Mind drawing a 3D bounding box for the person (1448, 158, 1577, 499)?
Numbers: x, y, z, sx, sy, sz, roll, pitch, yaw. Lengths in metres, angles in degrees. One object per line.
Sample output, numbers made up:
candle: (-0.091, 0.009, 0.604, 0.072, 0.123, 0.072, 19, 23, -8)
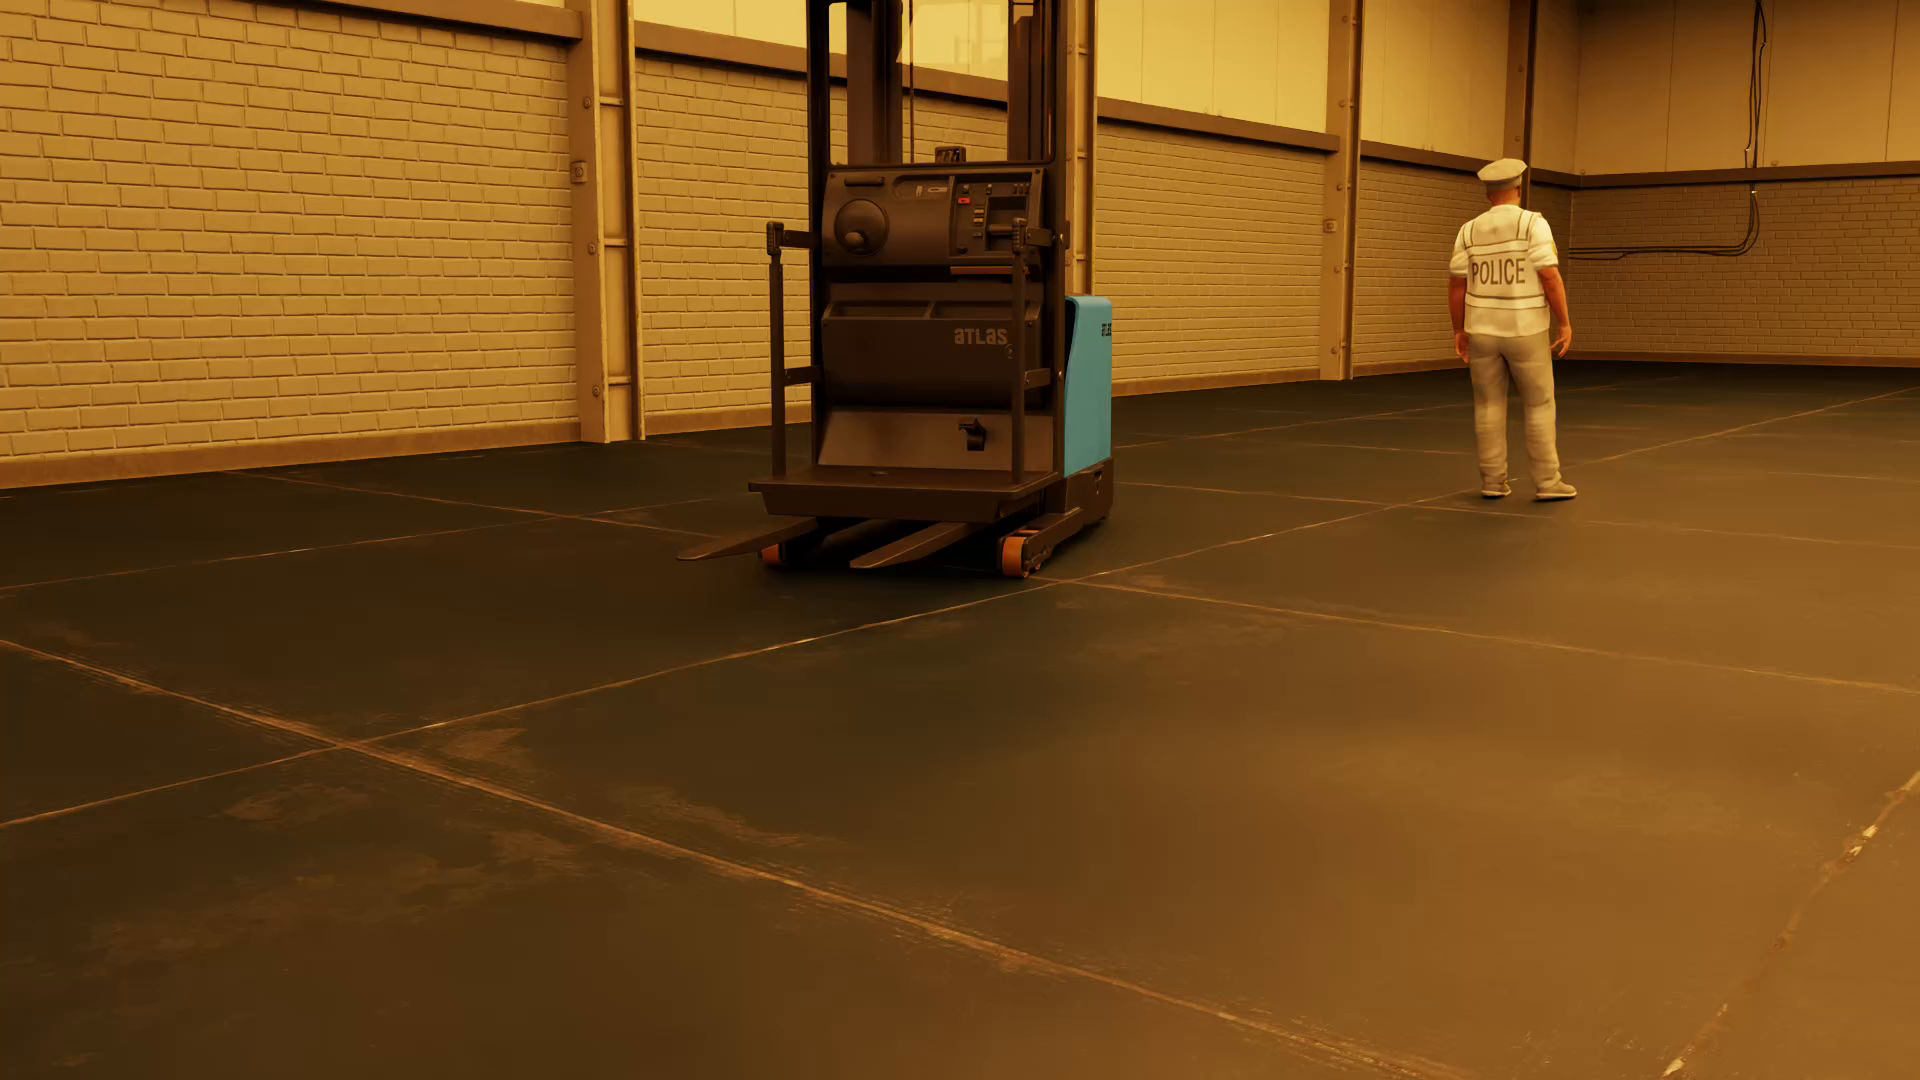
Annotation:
person: (2.940, -1.112, 8.829, 0.628, 1.787, 0.557, 7, 11, 39)

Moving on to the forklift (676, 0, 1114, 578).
forklift: (-0.176, -1.366, 6.616, 1.130, 2.935, 3.031, 3, 9, 17)
